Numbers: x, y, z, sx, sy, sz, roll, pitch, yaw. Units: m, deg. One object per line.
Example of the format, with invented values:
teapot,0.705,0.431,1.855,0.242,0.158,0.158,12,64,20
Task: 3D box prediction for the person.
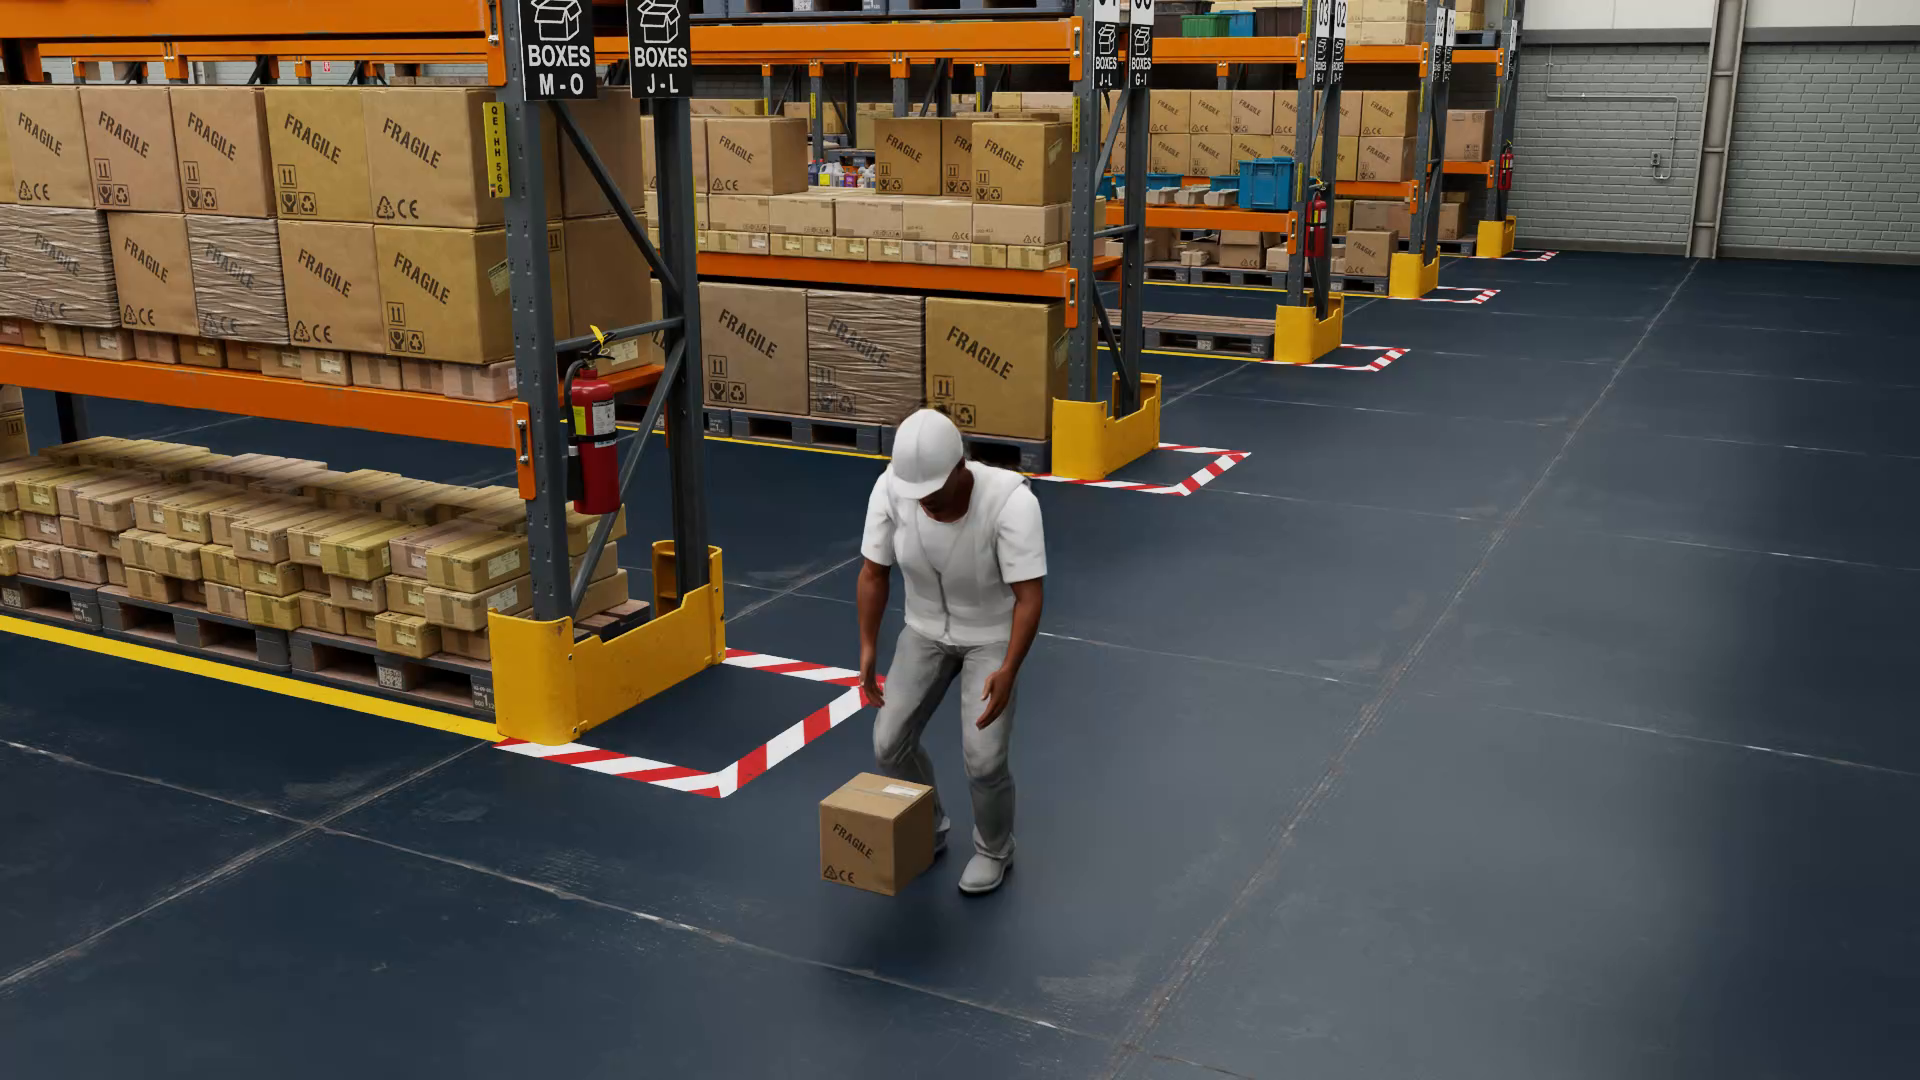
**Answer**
person,-0.012,0.331,5.175,0.622,1.568,0.644,8,18,26
